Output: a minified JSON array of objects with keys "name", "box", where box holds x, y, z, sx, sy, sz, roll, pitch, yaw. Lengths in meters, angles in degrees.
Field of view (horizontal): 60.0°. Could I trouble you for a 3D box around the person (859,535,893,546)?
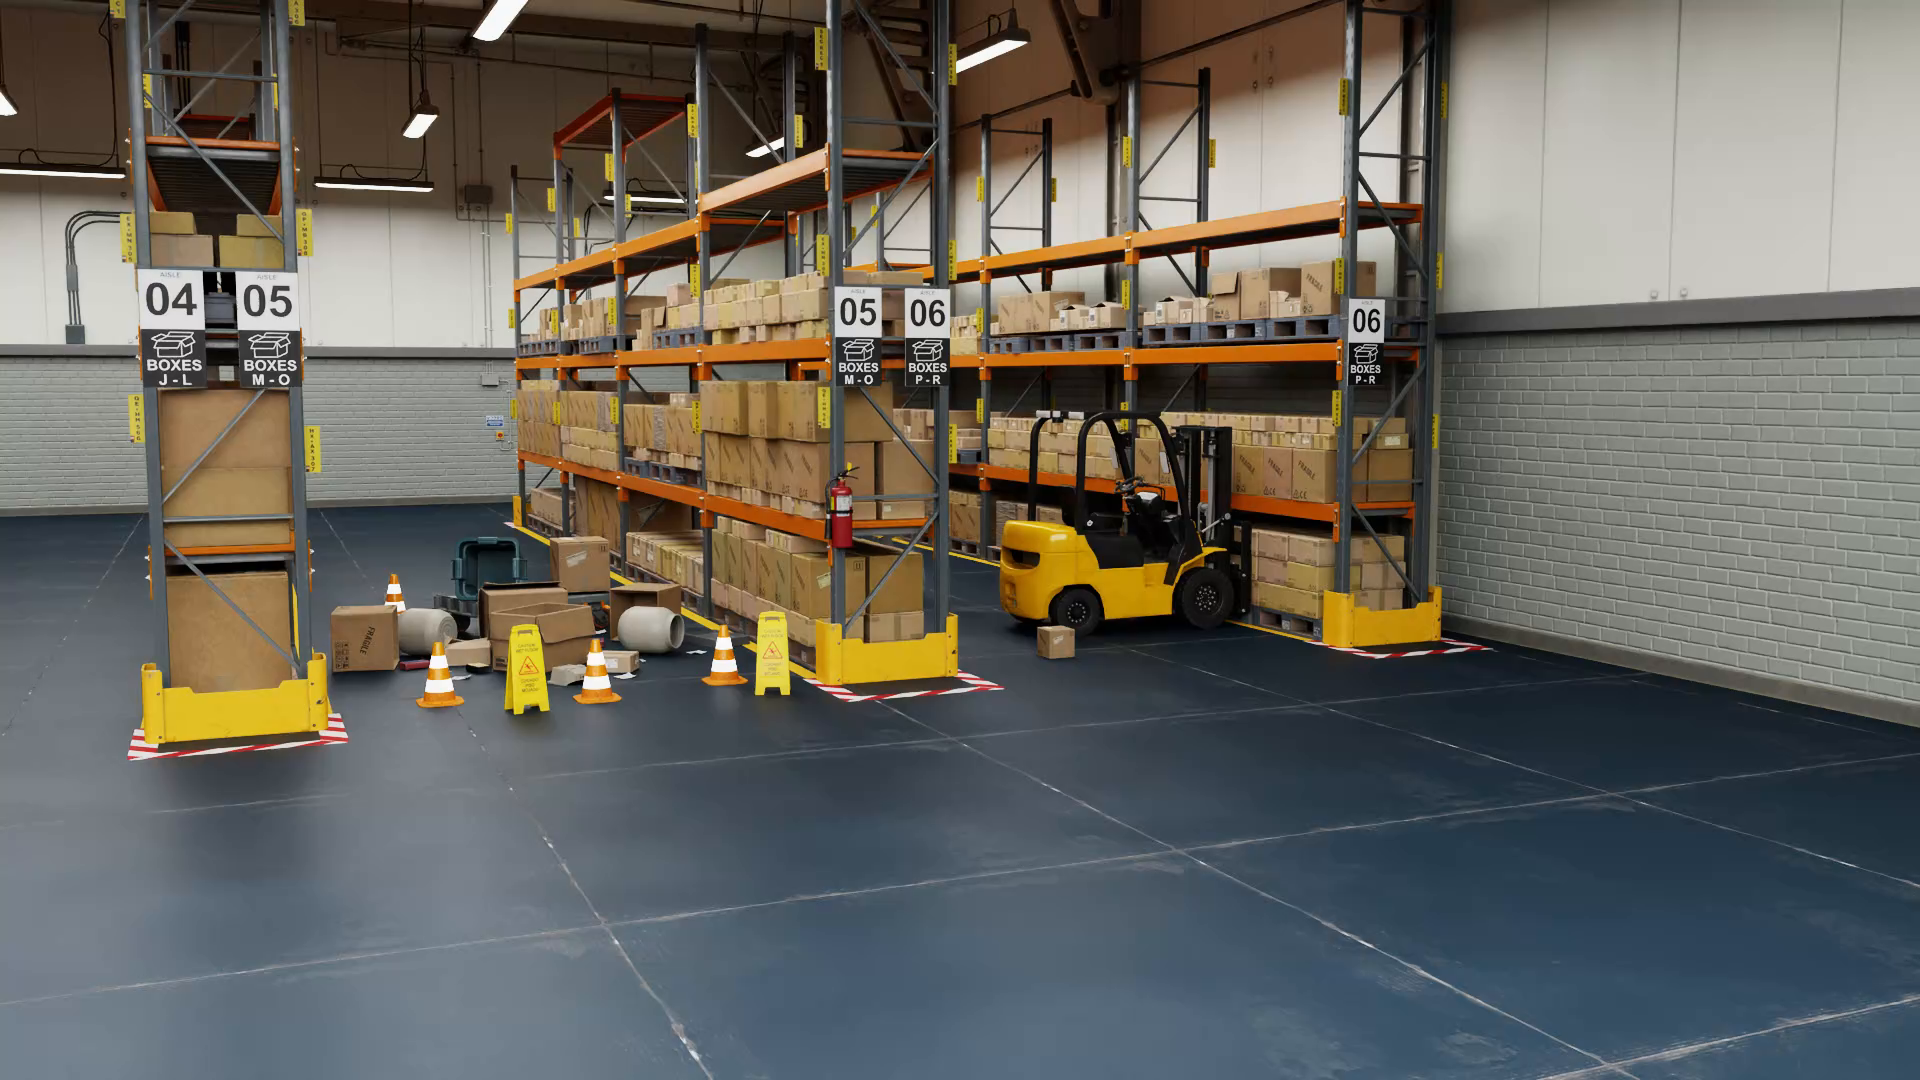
[{"name":"person","box":[-1.010,-0.281,19.712,0.484,1.675,0.862,-3,6,-26]}]
